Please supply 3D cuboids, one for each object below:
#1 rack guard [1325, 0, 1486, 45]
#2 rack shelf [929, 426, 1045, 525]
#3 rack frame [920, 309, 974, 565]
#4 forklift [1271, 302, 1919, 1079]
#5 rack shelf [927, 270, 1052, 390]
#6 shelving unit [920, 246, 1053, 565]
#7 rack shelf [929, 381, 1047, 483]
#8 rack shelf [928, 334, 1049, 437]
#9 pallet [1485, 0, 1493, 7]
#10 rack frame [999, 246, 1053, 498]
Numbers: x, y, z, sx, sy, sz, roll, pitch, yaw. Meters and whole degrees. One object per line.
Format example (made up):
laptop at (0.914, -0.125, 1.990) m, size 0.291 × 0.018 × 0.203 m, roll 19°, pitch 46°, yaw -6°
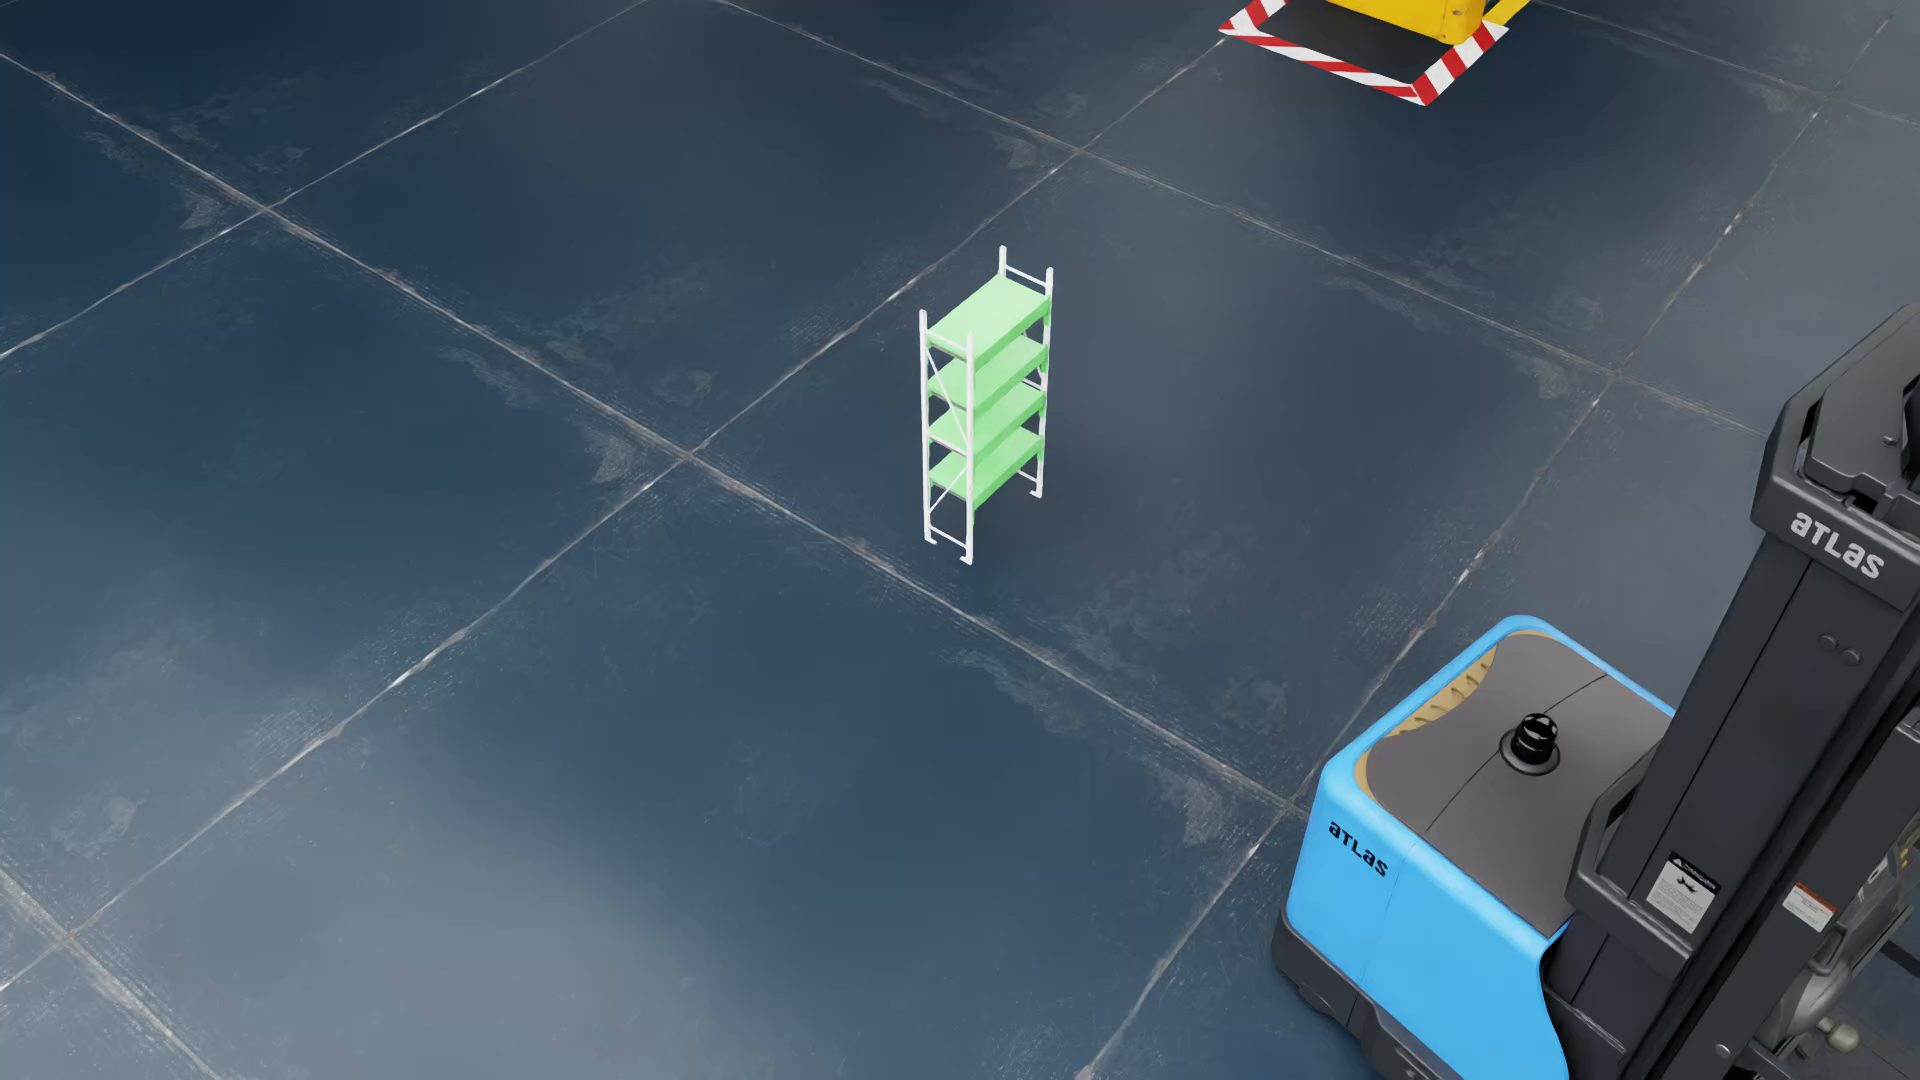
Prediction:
rack guard at (2.528, -3.384, 9.802) m, size 1.175 × 0.500 × 0.348 m, roll 29°, pitch 53°, yaw 25°
rack shelf at (0.101, -0.299, 6.791) m, size 0.258 × 0.148 × 0.480 m, roll 29°, pitch 53°, yaw 25°
rack frame at (-0.048, -0.370, 6.438) m, size 0.240 × 1.200 × 0.015 m, roll 29°, pitch 53°, yaw 25°
forklift at (2.375, 0.973, 3.958) m, size 1.130 × 2.935 × 3.031 m, roll -32°, pitch 54°, yaw -27°
rack shelf at (0.101, -0.797, 6.270) m, size 0.258 × 0.148 × 0.480 m, roll 29°, pitch 53°, yaw 25°
shelving unit at (0.101, -0.509, 6.571) m, size 0.258 × 1.200 × 0.503 m, roll 29°, pitch 53°, yaw 25°
rack shelf at (0.101, -0.465, 6.618) m, size 0.258 × 0.148 × 0.480 m, roll 29°, pitch 53°, yaw 25°
rack shelf at (0.101, -0.631, 6.444) m, size 0.258 × 0.148 × 0.480 m, roll 29°, pitch 53°, yaw 25°
pallet at (3.029, -3.747, 10.348) m, size 1.003 × 0.211 × 1.213 m, roll 29°, pitch 53°, yaw 25°
rack frame at (0.250, -0.649, 6.705) m, size 0.240 × 1.200 × 0.015 m, roll 29°, pitch 53°, yaw 25°
